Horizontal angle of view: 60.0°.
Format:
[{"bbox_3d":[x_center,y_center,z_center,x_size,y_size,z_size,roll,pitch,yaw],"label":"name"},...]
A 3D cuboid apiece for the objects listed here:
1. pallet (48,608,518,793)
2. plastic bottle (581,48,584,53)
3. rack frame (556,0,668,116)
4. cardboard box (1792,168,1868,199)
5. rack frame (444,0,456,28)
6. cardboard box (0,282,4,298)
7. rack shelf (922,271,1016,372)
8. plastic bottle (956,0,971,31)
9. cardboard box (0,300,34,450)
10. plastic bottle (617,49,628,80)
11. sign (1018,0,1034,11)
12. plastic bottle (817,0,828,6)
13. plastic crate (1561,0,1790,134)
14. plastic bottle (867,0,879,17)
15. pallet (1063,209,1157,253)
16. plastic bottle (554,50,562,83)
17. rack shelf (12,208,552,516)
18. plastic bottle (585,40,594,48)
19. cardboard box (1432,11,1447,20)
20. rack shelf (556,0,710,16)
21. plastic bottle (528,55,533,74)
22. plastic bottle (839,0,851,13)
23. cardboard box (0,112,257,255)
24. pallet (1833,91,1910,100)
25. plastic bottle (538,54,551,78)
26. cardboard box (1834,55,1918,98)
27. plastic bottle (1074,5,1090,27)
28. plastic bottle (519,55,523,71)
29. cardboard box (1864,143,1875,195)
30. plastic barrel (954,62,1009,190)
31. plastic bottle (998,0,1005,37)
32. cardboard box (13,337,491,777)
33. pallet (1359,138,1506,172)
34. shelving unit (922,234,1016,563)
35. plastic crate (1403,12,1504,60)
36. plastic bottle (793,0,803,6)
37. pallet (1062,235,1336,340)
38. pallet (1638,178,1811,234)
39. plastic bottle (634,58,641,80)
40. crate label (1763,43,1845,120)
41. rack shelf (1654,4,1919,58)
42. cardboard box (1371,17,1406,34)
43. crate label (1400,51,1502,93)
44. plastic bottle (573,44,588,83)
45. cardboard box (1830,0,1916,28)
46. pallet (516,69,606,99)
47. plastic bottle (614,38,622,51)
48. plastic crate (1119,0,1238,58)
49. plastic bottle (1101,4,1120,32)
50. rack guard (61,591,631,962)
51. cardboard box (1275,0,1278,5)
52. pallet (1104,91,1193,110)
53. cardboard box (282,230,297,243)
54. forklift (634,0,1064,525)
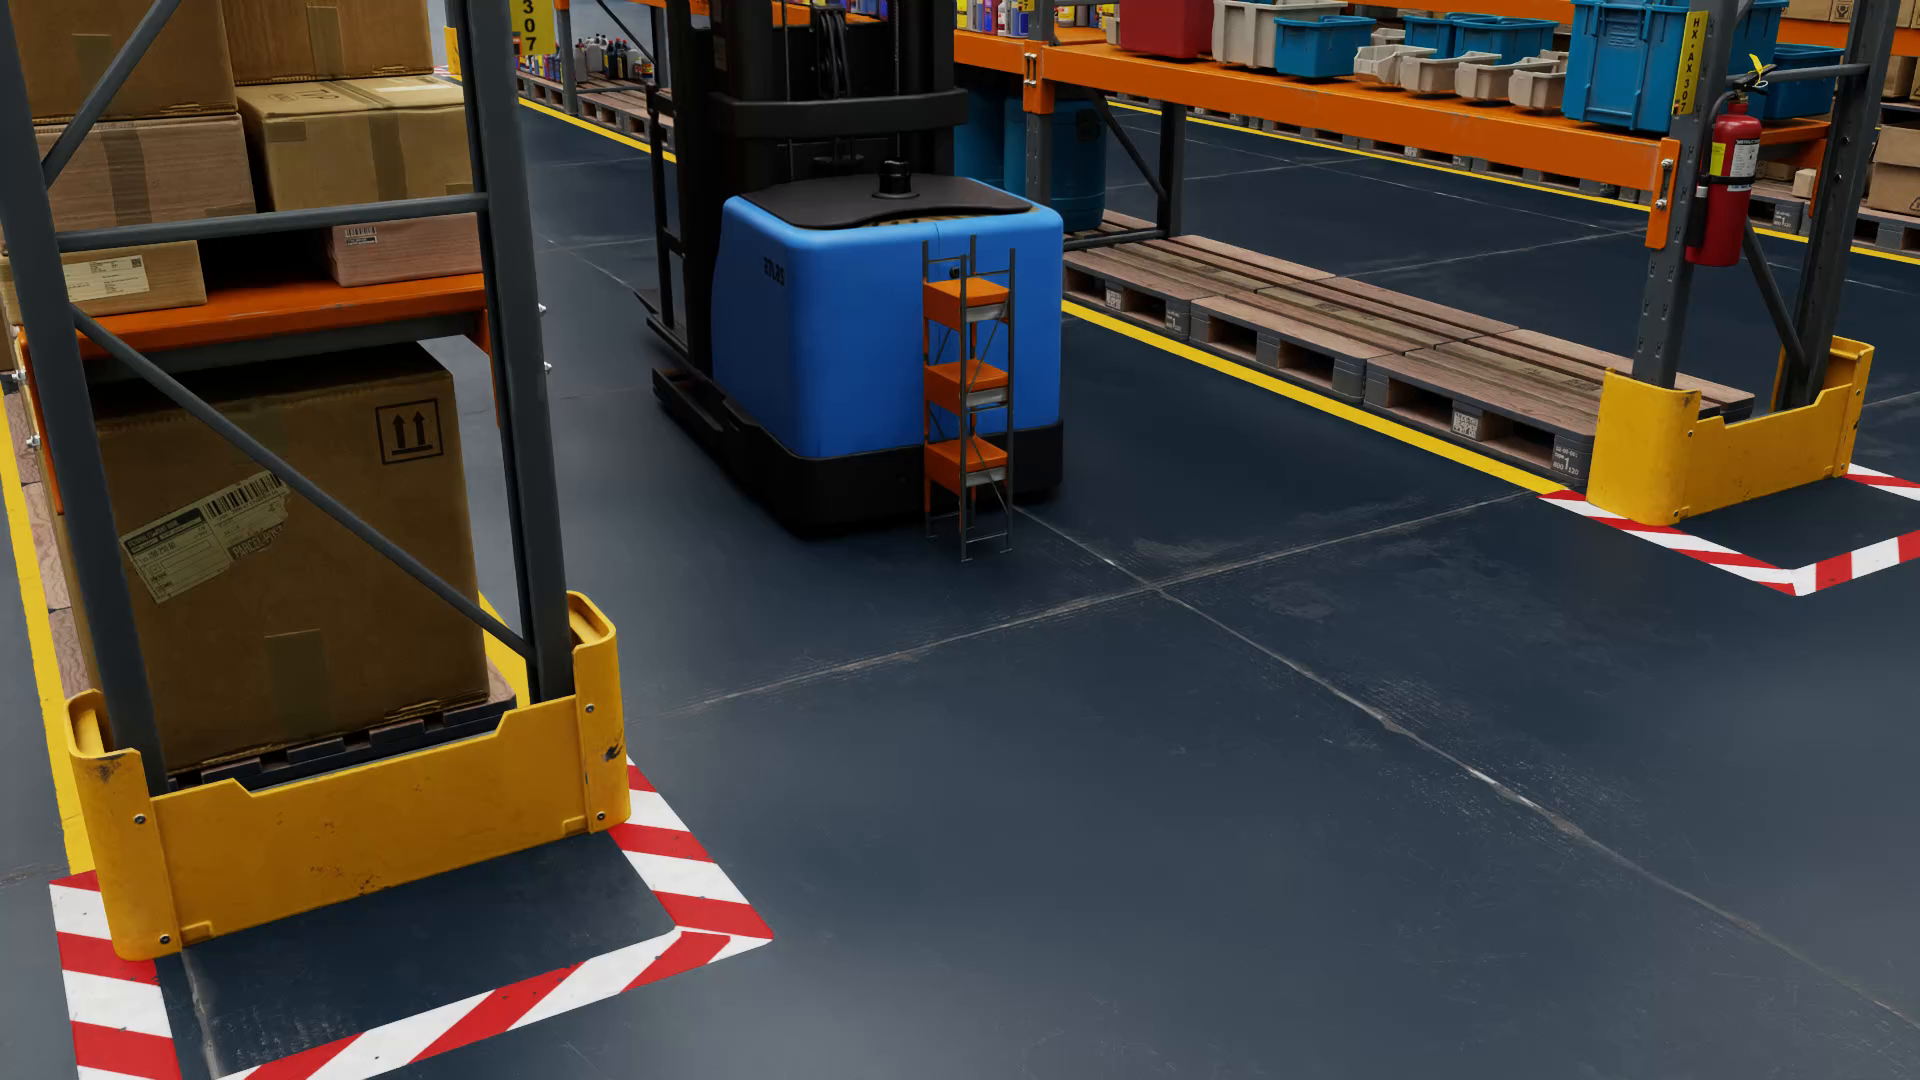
[{"bbox_3d":[-1.871,0.399,4.548,1.003,0.211,1.213,-13,25,-28],"label":"pallet"},{"bbox_3d":[-3.917,-5.016,17.301,0.097,0.201,0.097,0,22,0],"label":"plastic bottle"},{"bbox_3d":[-3.267,-5.486,15.324,1.000,3.000,0.127,-13,25,-28],"label":"rack frame"},{"bbox_3d":[5.559,-2.283,10.624,0.380,0.166,0.250,-13,25,-28],"label":"cardboard box"},{"bbox_3d":[-5.310,-6.781,18.510,1.000,3.000,0.127,-13,25,-28],"label":"rack frame"},{"bbox_3d":[-1.995,-0.668,3.805,0.380,0.149,0.250,-12,25,-28],"label":"cardboard box"},{"bbox_3d":[0.027,-0.722,5.468,0.215,0.259,0.240,-13,25,-28],"label":"rack shelf"},{"bbox_3d":[0.069,-3.108,9.540,0.144,0.351,0.185,-13,25,-28],"label":"plastic bottle"},{"bbox_3d":[-3.170,-0.925,6.367,0.875,0.875,0.875,-13,25,-28],"label":"cardboard box"},{"bbox_3d":[-3.333,-4.697,16.408,0.061,0.283,0.133,-13,25,-28],"label":"plastic bottle"},{"bbox_3d":[0.346,-2.919,8.642,0.100,0.325,0.005,-13,25,-28],"label":"sign"},{"bbox_3d":[-0.897,-3.658,10.983,0.061,0.283,0.133,-13,25,-28],"label":"plastic bottle"},{"bbox_3d":[2.531,-1.718,5.928,0.616,0.435,0.499,-13,25,-28],"label":"plastic crate"},{"bbox_3d":[-0.494,-3.464,10.417,0.144,0.351,0.185,-13,25,-28],"label":"plastic bottle"},{"bbox_3d":[0.461,-1.862,10.112,1.003,0.211,1.213,-13,25,-28],"label":"pallet"},{"bbox_3d":[-3.844,-4.615,16.117,0.144,0.351,0.185,-13,26,-30],"label":"plastic bottle"},{"bbox_3d":[-2.417,-0.963,5.152,1.077,0.370,4.000,-13,25,-28],"label":"rack shelf"},{"bbox_3d":[-3.819,-5.081,17.361,0.152,0.276,0.135,-13,26,-30],"label":"plastic bottle"},{"bbox_3d":[5.947,-6.044,19.434,0.700,0.500,0.500,-13,26,-29],"label":"cardboard box"},{"bbox_3d":[-2.245,-4.505,13.867,1.077,0.370,4.000,-13,25,-28],"label":"rack shelf"},{"bbox_3d":[-4.322,-4.865,16.836,0.097,0.271,0.097,0,22,0],"label":"plastic bottle"},{"bbox_3d":[-0.730,-3.552,10.721,0.061,0.283,0.133,-13,25,-28],"label":"plastic bottle"},{"bbox_3d":[-1.871,-0.823,3.656,0.500,0.250,0.500,-13,26,-29],"label":"cardboard box"},{"bbox_3d":[8.250,-4.141,15.718,1.003,0.211,1.213,-13,25,-28],"label":"pallet"},{"bbox_3d":[-4.107,-4.782,16.527,0.144,0.351,0.185,-13,25,-29],"label":"plastic bottle"},{"bbox_3d":[8.436,-4.473,15.130,0.750,0.750,0.750,-12,25,-27],"label":"cardboard box"},{"bbox_3d":[0.724,-3.180,9.817,0.152,0.276,0.135,-13,25,-28],"label":"plastic bottle"},{"bbox_3d":[-4.477,-4.963,17.077,0.097,0.271,0.097,0,22,0],"label":"plastic bottle"},{"bbox_3d":[5.998,-2.433,10.801,0.500,0.311,0.500,-13,25,-28],"label":"cardboard box"},{"bbox_3d":[0.194,-2.527,10.274,0.600,0.901,0.708,-13,25,-28],"label":"plastic barrel"},{"bbox_3d":[0.257,-2.902,9.231,0.097,0.201,0.097,0,22,0],"label":"plastic bottle"},{"bbox_3d":[-1.791,-0.051,4.216,0.875,0.875,0.875,-13,25,-28],"label":"cardboard box"},{"bbox_3d":[4.004,-3.207,13.422,1.003,0.211,1.213,-13,25,-28],"label":"pallet"},{"bbox_3d":[0.027,-0.469,5.571,0.215,1.050,0.252,-13,25,-28],"label":"shelving unit"},{"bbox_3d":[2.194,-2.218,7.428,0.416,0.233,0.300,-13,25,-28],"label":"plastic crate"},{"bbox_3d":[-1.044,-3.781,11.296,0.152,0.276,0.135,-13,25,-28],"label":"plastic bottle"},{"bbox_3d":[1.228,-1.374,8.911,1.003,0.211,1.213,-13,25,-28],"label":"pallet"},{"bbox_3d":[5.430,-2.333,11.272,1.003,0.211,1.213,-13,25,-28],"label":"pallet"},{"bbox_3d":[-3.157,-4.647,16.392,0.097,0.201,0.097,0,22,0],"label":"plastic bottle"},{"bbox_3d":[3.020,-1.695,6.140,0.416,0.233,0.303,-13,25,-28],"label":"crate label"},{"bbox_3d":[6.101,-2.867,9.837,1.077,0.370,4.000,-13,25,-28],"label":"rack shelf"},{"bbox_3d":[3.748,-4.261,14.050,0.500,0.250,0.500,-12,25,-26],"label":"cardboard box"},{"bbox_3d":[1.992,-1.918,6.817,0.396,0.136,0.243,-13,25,-28],"label":"crate label"},{"bbox_3d":[-3.720,-4.643,16.185,0.144,0.351,0.185,-13,25,-28],"label":"plastic bottle"},{"bbox_3d":[5.624,-3.349,9.935,0.500,0.500,0.500,-13,25,-29],"label":"cardboard box"},{"bbox_3d":[-4.202,-4.815,17.377,1.003,0.211,1.213,-13,25,-28],"label":"pallet"},{"bbox_3d":[-3.419,-4.865,16.730,0.144,0.351,0.185,-14,26,-30],"label":"plastic bottle"},{"bbox_3d":[1.060,-2.616,8.100,0.402,0.464,0.583,-13,25,-28],"label":"plastic crate"},{"bbox_3d":[0.898,-3.063,9.428,0.144,0.351,0.185,-13,25,-28],"label":"plastic bottle"},{"bbox_3d":[-1.383,0.517,3.875,1.175,0.500,0.348,-13,25,-28],"label":"rack guard"},{"bbox_3d":[4.106,-7.059,21.931,0.700,0.500,0.500,-14,26,-32],"label":"cardboard box"},{"bbox_3d":[2.030,-4.519,16.649,1.003,0.211,1.213,-13,25,-28],"label":"pallet"},{"bbox_3d":[-1.556,-0.876,4.317,0.380,0.149,0.250,-13,26,-29],"label":"cardboard box"},{"bbox_3d":[-0.689,-1.932,6.671,1.130,2.935,3.031,-10,24,-22],"label":"forklift"}]
